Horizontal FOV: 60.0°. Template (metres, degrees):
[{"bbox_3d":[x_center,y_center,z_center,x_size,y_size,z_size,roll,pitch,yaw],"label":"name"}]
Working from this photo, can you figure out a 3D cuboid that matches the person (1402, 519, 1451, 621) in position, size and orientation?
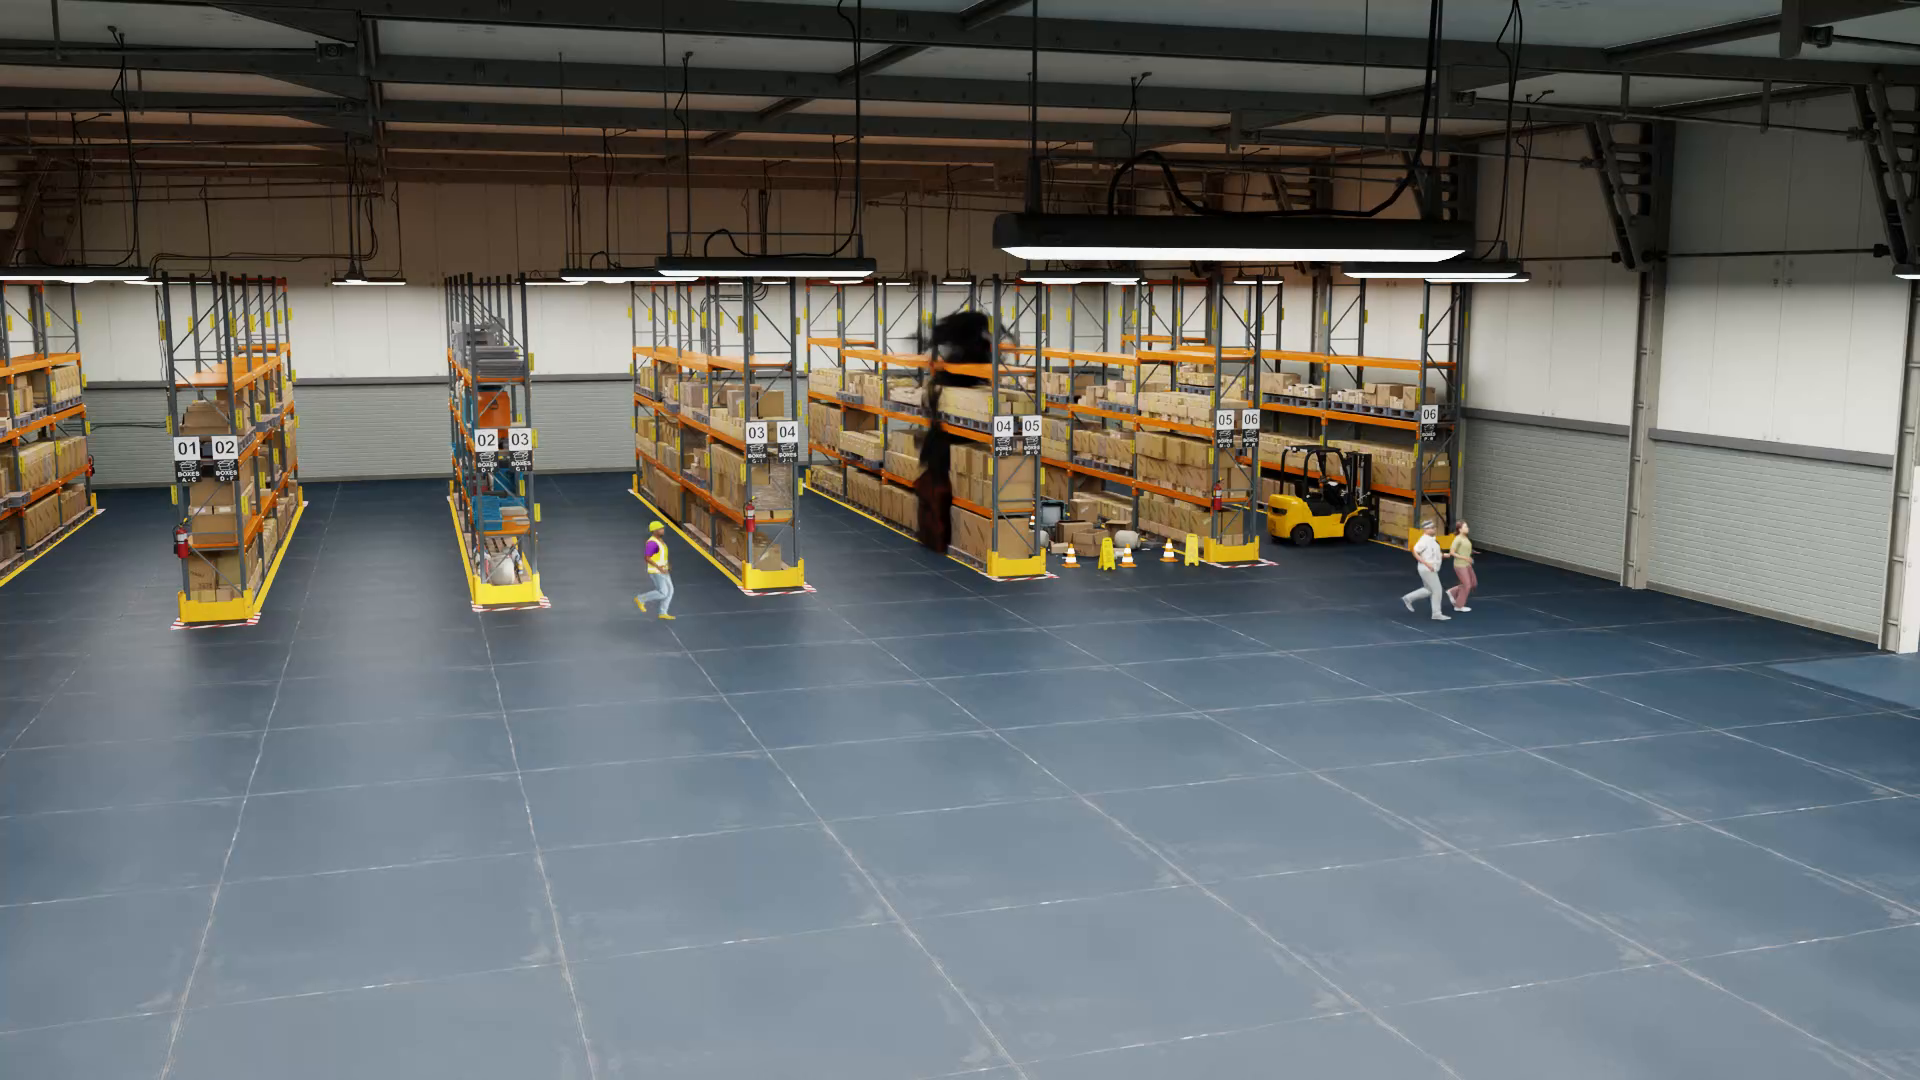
[{"bbox_3d":[8.127,0.503,28.924,0.886,1.751,0.676,4,10,26],"label":"person"}]

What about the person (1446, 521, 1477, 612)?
[{"bbox_3d":[8.935,0.461,29.645,0.563,1.620,0.577,7,11,39],"label":"person"}]

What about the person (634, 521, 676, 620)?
[{"bbox_3d":[-5.308,0.532,28.927,0.697,1.733,0.684,1,9,4],"label":"person"}]
